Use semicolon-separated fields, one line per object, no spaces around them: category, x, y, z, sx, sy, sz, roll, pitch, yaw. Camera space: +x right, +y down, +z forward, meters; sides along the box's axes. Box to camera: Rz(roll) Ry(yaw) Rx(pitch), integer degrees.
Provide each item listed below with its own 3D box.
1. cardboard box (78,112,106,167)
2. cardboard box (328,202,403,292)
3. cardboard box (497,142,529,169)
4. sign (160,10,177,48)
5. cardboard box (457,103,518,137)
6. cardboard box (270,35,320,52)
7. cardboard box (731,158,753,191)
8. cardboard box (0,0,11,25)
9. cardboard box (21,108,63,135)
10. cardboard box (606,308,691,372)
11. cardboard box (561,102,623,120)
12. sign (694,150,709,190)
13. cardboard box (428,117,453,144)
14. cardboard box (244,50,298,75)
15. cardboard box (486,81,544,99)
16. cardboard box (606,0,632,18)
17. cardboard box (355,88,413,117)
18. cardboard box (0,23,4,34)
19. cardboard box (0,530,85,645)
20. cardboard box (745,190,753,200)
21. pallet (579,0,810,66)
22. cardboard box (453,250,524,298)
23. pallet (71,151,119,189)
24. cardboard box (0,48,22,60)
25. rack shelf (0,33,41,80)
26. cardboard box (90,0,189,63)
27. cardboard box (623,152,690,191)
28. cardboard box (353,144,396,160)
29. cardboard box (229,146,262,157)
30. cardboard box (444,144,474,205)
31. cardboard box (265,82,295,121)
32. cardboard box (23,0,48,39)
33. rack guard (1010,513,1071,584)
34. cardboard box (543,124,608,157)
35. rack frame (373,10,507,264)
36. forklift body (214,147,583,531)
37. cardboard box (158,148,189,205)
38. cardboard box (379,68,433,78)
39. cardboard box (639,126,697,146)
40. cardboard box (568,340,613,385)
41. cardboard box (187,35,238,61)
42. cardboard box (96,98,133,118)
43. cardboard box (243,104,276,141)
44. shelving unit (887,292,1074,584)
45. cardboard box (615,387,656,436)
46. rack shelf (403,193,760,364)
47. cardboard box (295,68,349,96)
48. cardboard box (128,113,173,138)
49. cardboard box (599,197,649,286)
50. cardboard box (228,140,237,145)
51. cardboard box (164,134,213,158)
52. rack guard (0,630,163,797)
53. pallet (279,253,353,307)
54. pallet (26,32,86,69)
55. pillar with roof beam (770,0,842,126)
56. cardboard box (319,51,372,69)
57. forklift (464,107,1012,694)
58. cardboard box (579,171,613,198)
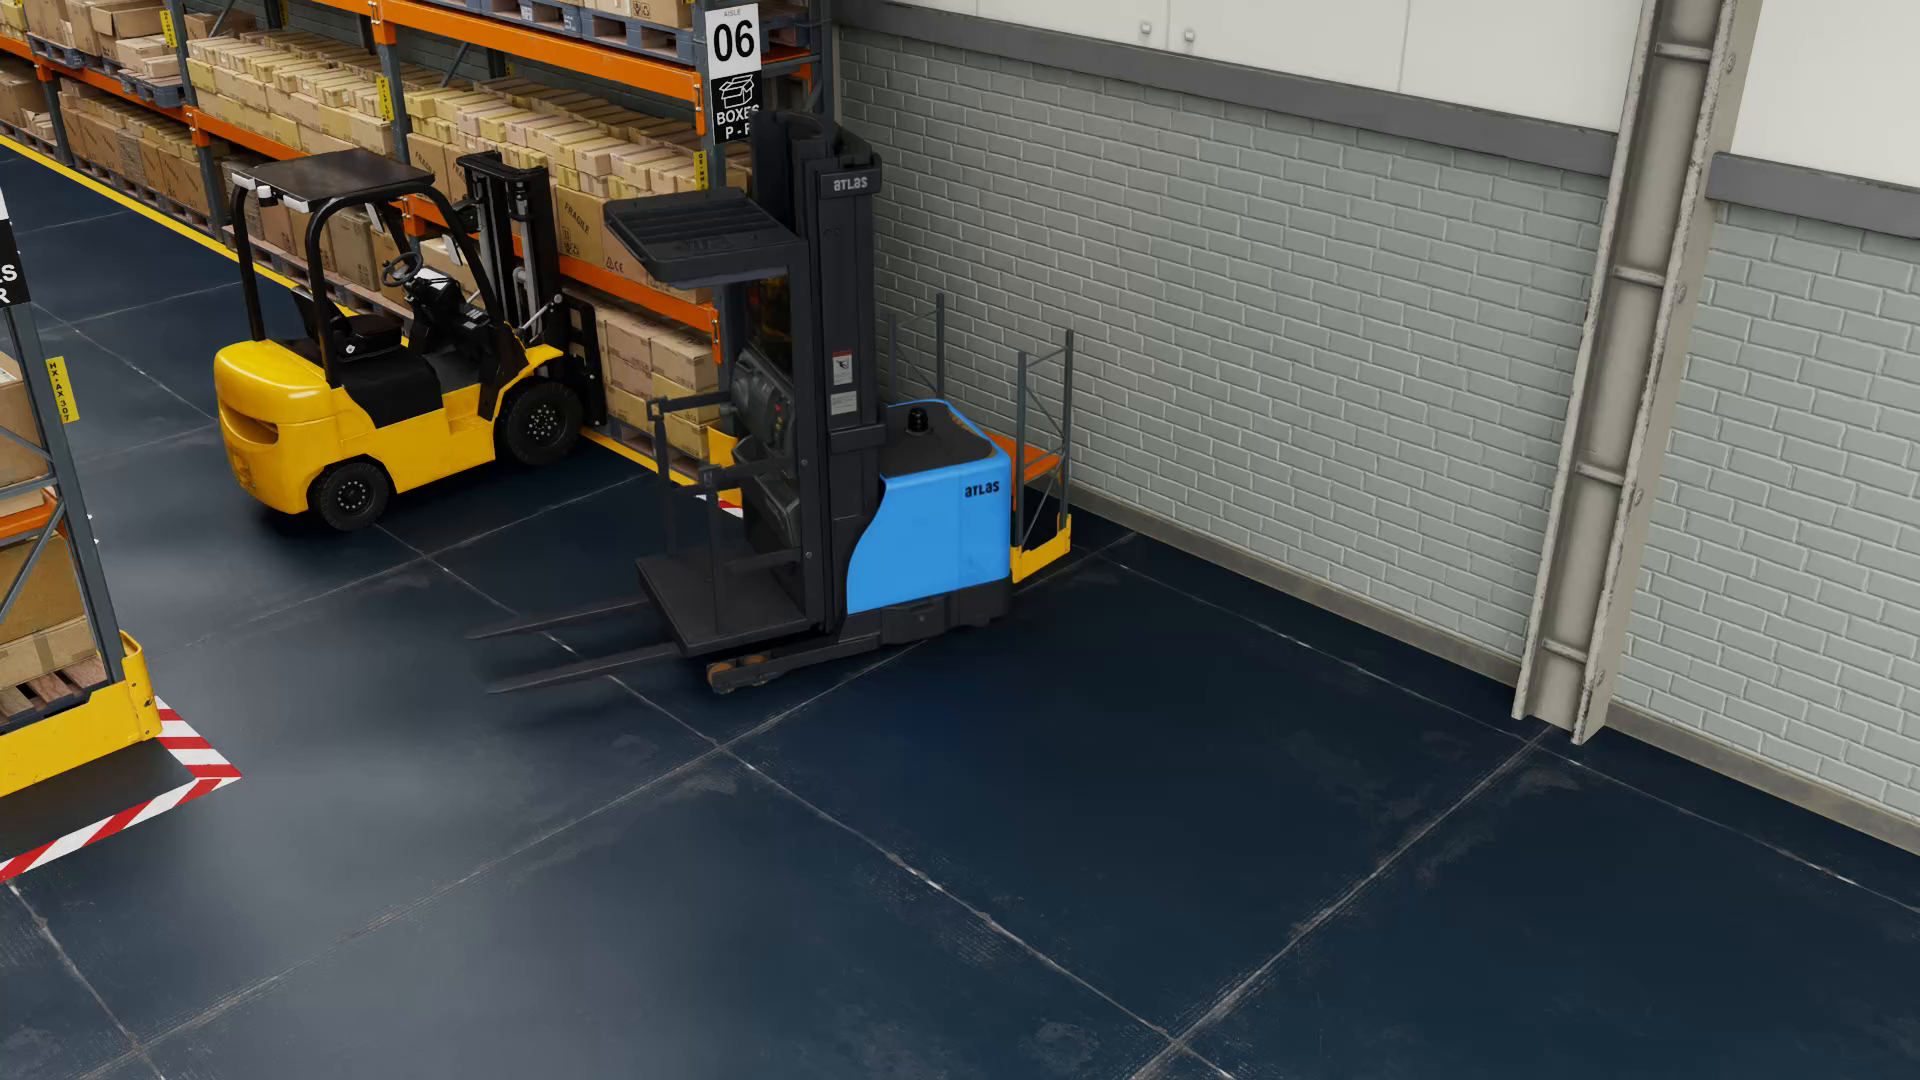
cardboard box;-9.187;-4.391;18.105;0.500;0.500;0.500;24;36;38
cardboard box;-4.984;-2.661;14.681;0.625;0.625;0.875;24;36;38
cardboard box;-3.121;-2.817;12.073;0.250;0.149;0.380;23;36;37
sign;-7.282;-4.703;15.306;0.005;0.325;0.100;25;36;38
cardboard box;-3.488;-3.111;12.312;0.380;0.149;0.250;-24;36;-38
cardboard box;-6.128;-4.548;15.366;0.250;0.149;0.380;25;36;38
cardboard box;-1.294;-2.442;11.041;0.250;0.149;0.380;24;36;37
cardboard box;-10.663;-6.023;18.817;0.500;0.250;0.500;25;37;39
cardboard box;-10.619;-4.891;19.308;0.396;0.266;0.258;-24;36;-37
cardboard box;-2.119;-1.422;11.653;0.500;0.250;0.500;-25;36;-38
cardboard box;-2.726;-3.135;12.358;0.250;0.149;0.380;24;36;38
sign;-1.594;-2.241;10.283;0.005;0.325;0.100;25;36;38
cardboard box;-3.828;-3.160;12.726;0.380;0.149;0.250;-24;36;-38
cardboard box;-6.100;-4.224;14.748;0.380;0.149;0.250;-25;37;-39
cardboard box;-3.467;-3.467;12.991;0.250;0.149;0.380;23;36;37
cardboard box;-2.008;-3.415;10.503;0.250;0.149;0.380;23;36;37
cardboard box;-4.652;-3.551;13.470;0.250;0.149;0.380;24;36;38
cardboard box;-10.737;-5.872;18.958;0.380;0.149;0.250;-24;36;-38
cardboard box;-5.080;0.186;8.863;0.500;0.500;0.500;23;36;37
cardboard box;-1.264;-2.327;11.141;0.250;0.149;0.380;23;36;37
pallet;-1.690;-3.327;10.719;1.213;0.211;1.003;25;36;38
cardboard box;-3.574;-2.083;12.911;0.500;0.250;0.500;25;36;38
pallet;-9.154;-4.227;18.556;1.213;0.211;1.003;25;36;38
cardboard box;-12.244;-5.869;20.914;0.637;0.503;0.797;23;35;37
rack shelf;-11.187;-6.048;19.796;4.000;0.370;1.077;25;36;38
cardboard box;-8.202;-5.112;16.680;0.637;0.503;0.797;24;36;37
cardboard box;-2.011;-2.455;11.066;0.380;0.149;0.250;-24;36;-38
cardboard box;-4.599;-3.115;13.606;0.500;0.250;0.500;-24;36;-38
cardboard box;-7.013;-3.719;16.828;0.500;0.500;0.500;-24;36;-37
cardboard box;-3.540;-2.752;12.647;0.500;0.500;0.500;-25;36;-38
cardboard box;-5.665;-3.839;14.446;0.500;0.250;0.500;-25;36;-38
cardboard box;-9.573;-5.712;17.825;0.700;0.500;0.500;-24;36;-38
rack guard;0.491;0.045;10.389;0.087;0.250;0.587;21;35;35
cardboard box;-2.705;-2.807;11.735;0.380;0.149;0.250;-25;36;-38
rack frame;-4.056;-3.104;13.423;0.127;3.000;1.000;25;36;38
forklift body;-3.835;-1.436;11.164;1.214;2.155;2.313;25;36;38
cardboard box;-7.710;-3.722;16.834;0.500;0.500;0.500;24;36;38
cardboard box;-4.685;-3.884;14.103;0.250;0.149;0.380;24;36;38
cardboard box;-2.026;-2.784;11.690;0.380;0.149;0.250;-24;36;-38
cardboard box;-2.503;-1.373;12.097;0.500;0.250;0.500;24;36;37
cardboard box;-6.888;-4.539;15.348;0.380;0.149;0.250;-24;36;-38
cardboard box;-9.044;-4.646;17.894;0.250;0.149;0.380;24;36;38
cardboard box;-6.036;-3.785;14.880;0.500;0.250;0.500;23;36;37
shelving unit;0.110;-0.657;10.382;1.083;1.500;0.587;21;35;35
cardboard box;-2.109;-0.982;11.890;0.500;0.250;0.500;25;36;38
rack shelf;-2.630;-2.133;12.350;4.000;0.370;1.077;25;36;38
cardboard box;-5.388;-3.880;14.095;0.380;0.149;0.250;-25;37;-39
cardboard box;-8.364;-4.295;17.226;0.250;0.149;0.380;23;35;36
cardboard box;-2.103;-2.089;11.386;0.500;0.500;0.500;-24;36;-38
cardboard box;-7.233;-4.145;16.941;0.380;0.149;0.250;-24;36;-38
cardboard box;-7.655;-3.932;16.535;0.250;0.149;0.380;22;35;36
rack guard;-4.736;0.931;8.435;0.348;0.500;1.175;25;36;38
pallet;-5.483;-2.495;15.262;1.213;0.211;1.003;25;36;38
pallet;-9.268;-5.332;17.868;1.213;0.211;1.003;25;36;38
pillar with roof beam;-4.087;-3.552;7.829;0.400;9.000;9.100;25;36;38
cardboard box;-5.427;-4.207;14.717;0.380;0.149;0.250;-24;36;-38
forklift;-1.254;-0.733;8.987;3.031;2.935;1.130;-12;30;-22
cardboard box;-2.385;-2.485;11.442;0.250;0.149;0.380;23;36;37
